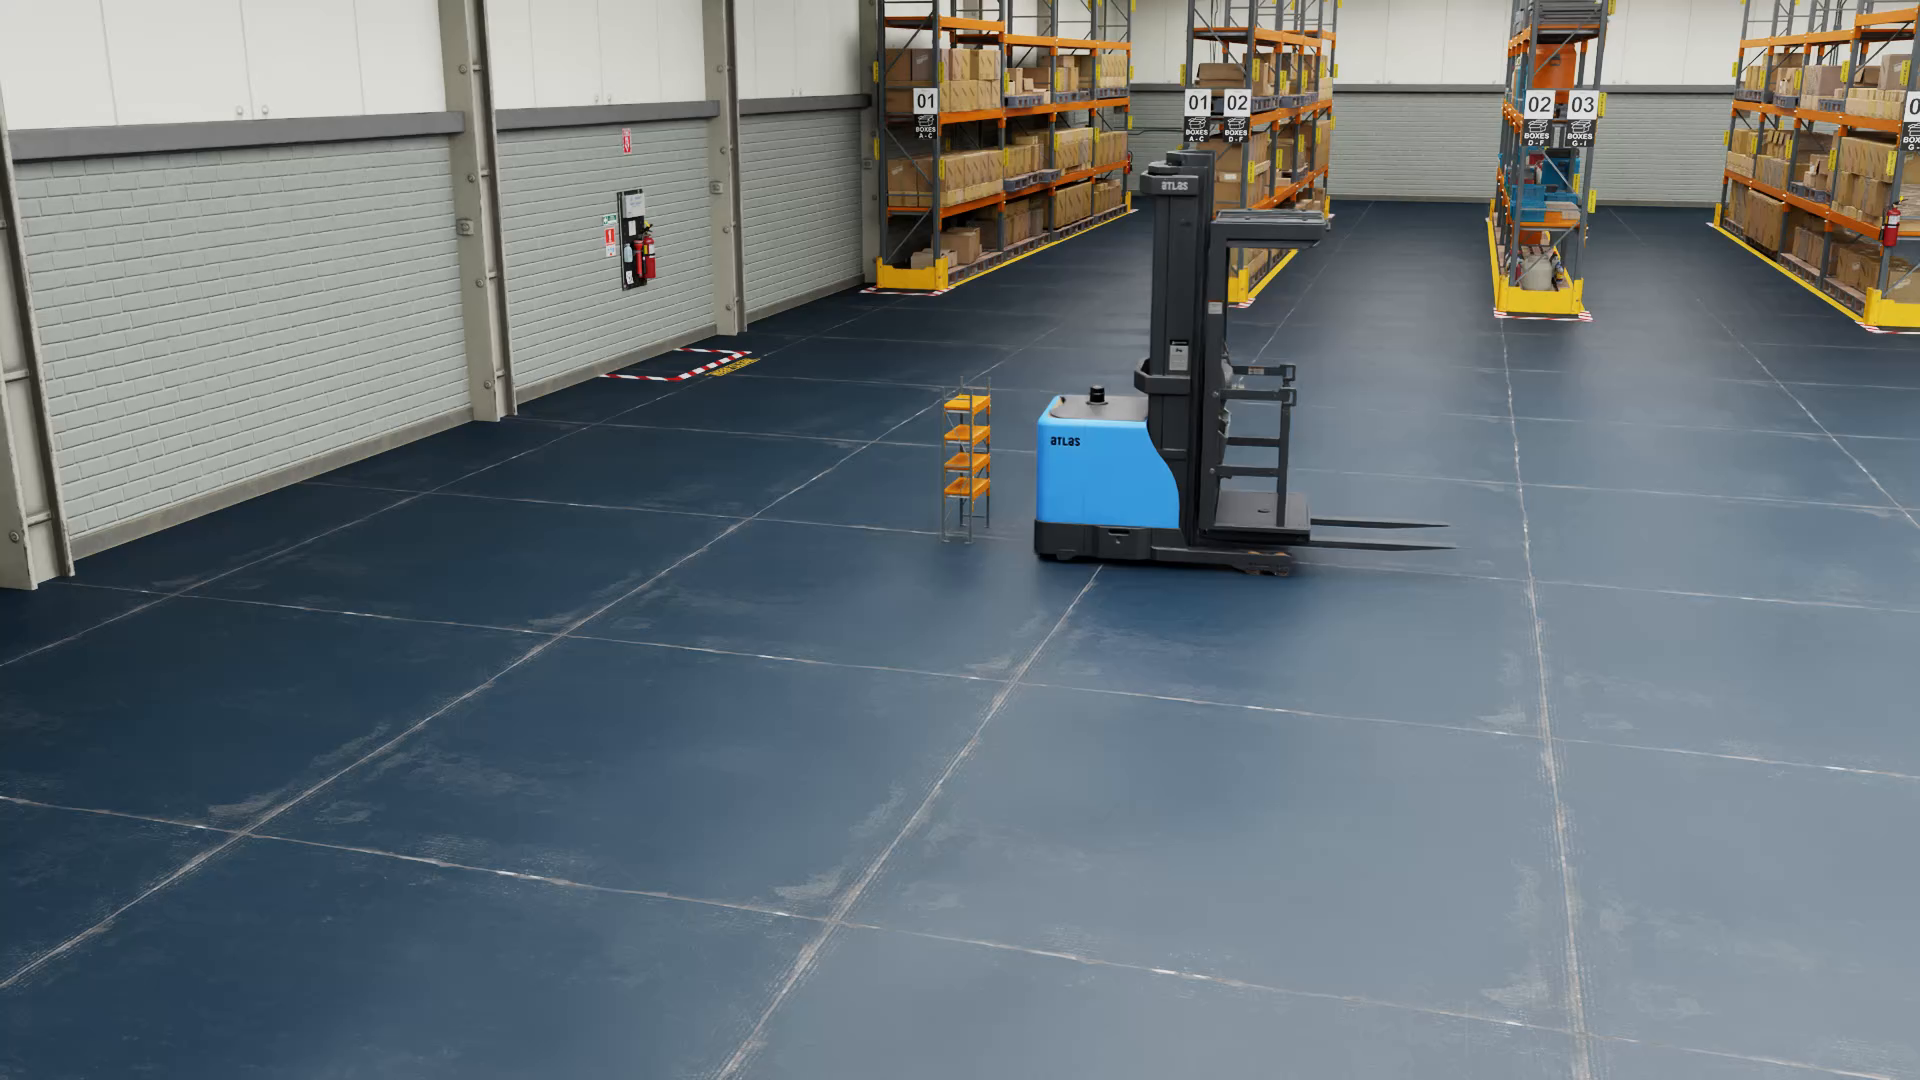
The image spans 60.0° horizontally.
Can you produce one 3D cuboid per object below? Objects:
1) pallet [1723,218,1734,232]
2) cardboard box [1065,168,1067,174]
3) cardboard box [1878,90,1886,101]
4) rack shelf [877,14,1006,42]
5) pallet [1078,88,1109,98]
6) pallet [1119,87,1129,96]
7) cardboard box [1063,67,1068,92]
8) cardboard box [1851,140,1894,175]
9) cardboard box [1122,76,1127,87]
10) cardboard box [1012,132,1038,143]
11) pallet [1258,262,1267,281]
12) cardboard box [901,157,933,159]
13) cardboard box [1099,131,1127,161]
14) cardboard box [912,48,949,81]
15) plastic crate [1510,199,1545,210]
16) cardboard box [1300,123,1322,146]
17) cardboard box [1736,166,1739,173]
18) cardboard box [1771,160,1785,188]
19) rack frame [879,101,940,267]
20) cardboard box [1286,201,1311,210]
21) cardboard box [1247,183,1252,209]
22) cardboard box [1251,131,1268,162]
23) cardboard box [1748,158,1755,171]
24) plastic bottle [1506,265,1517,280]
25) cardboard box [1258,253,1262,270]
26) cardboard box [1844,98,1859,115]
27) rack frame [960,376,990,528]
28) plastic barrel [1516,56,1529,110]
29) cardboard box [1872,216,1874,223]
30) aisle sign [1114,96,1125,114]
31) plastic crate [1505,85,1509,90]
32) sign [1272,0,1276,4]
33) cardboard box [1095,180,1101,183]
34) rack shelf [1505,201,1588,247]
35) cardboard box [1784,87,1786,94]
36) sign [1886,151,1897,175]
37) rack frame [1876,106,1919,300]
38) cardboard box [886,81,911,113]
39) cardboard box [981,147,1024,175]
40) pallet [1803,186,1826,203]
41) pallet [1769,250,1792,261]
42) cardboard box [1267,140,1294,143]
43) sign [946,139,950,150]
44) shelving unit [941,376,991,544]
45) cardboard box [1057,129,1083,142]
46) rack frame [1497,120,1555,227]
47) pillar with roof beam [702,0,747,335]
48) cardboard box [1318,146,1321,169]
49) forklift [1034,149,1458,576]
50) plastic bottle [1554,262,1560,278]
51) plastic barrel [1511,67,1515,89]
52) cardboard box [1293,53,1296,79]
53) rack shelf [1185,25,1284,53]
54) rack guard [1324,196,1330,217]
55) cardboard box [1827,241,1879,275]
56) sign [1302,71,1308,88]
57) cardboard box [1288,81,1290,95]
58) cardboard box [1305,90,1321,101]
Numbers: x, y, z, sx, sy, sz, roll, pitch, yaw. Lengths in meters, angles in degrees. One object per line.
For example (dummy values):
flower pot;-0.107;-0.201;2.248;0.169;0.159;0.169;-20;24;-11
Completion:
pallet;17.825;-7.092;37.448;1.003;0.211;1.213;5;16;16
cardboard box;2.111;-8.004;35.976;0.380;0.149;0.250;5;17;17
cardboard box;13.587;-6.463;24.164;0.380;0.149;0.250;4;16;13
rack shelf;-0.249;-8.677;28.255;1.077;0.370;4.000;5;16;16
pallet;2.836;-10.369;38.554;1.003;0.211;1.213;5;16;16
pallet;3.529;-11.007;40.804;1.003;0.211;1.213;5;16;16
cardboard box;1.938;-9.959;35.959;0.700;0.500;0.500;5;16;16
cardboard box;13.912;-5.822;25.298;0.500;0.500;0.500;5;16;16
cardboard box;3.776;-11.210;40.681;0.500;0.250;0.500;5;17;18
cardboard box;1.337;-8.409;34.839;0.500;0.250;0.500;5;17;17
pallet;4.804;-4.733;29.128;1.003;0.211;1.213;5;16;16
cardboard box;-0.734;-6.184;28.000;0.500;0.500;0.500;5;17;17
cardboard box;3.594;-9.812;41.375;0.980;0.700;0.700;5;17;18
cardboard box;-0.475;-7.679;26.857;0.500;0.500;0.500;3;16;12
plastic crate;8.727;-5.099;25.583;0.499;0.251;0.408;5;16;16
cardboard box;7.893;-9.137;37.532;0.500;0.500;0.500;4;16;14
cardboard box;17.124;-8.059;36.204;0.380;0.149;0.250;4;16;14
cardboard box;15.898;-7.019;31.894;0.500;0.500;0.500;4;16;14
rack frame;-0.817;-5.616;27.131;1.000;3.000;0.127;5;16;16
cardboard box;7.330;-7.101;36.142;0.500;0.500;0.500;5;16;16
cardboard box;4.370;-5.669;27.135;0.700;0.500;0.500;5;17;16
cardboard box;4.950;-6.835;28.867;0.700;0.500;0.500;5;17;16
cardboard box;16.714;-7.809;34.595;0.500;0.250;0.500;4;16;15
plastic bottle;8.881;-4.327;26.772;0.152;0.276;0.135;5;17;16
cardboard box;4.868;-4.758;28.376;0.500;0.250;0.500;5;16;16
cardboard box;14.194;-6.783;26.023;0.500;0.250;0.500;4;16;14
rack frame;0.116;-0.684;13.043;0.240;1.200;0.015;5;16;16
plastic barrel;9.755;-7.728;28.162;0.600;0.901;0.708;5;16;16
cardboard box;13.603;-4.694;24.342;0.380;0.149;0.250;5;16;16
aisle sign;4.038;-11.048;41.518;0.394;0.787;0.004;5;16;16
plastic crate;12.531;-10.068;37.445;0.504;0.338;0.767;5;16;16
sign;6.829;-11.792;36.057;0.100;0.325;0.005;5;16;16
cardboard box;3.256;-8.772;40.883;0.380;0.149;0.250;5;17;16
rack shelf;9.250;-5.024;26.365;1.077;0.370;4.000;5;16;16
cardboard box;16.273;-8.749;32.372;0.380;0.149;0.250;4;16;14
sign;12.904;-5.221;23.037;0.100;0.325;0.005;5;16;16
rack frame;13.430;-4.463;23.068;1.000;3.000;0.127;5;16;16
cardboard box;-0.941;-7.245;27.159;0.500;0.500;0.500;6;17;20
cardboard box;0.820;-7.373;32.336;0.700;0.500;0.500;7;17;24
pallet;15.180;-5.943;28.636;1.003;0.211;1.213;5;16;16
pallet;16.000;-5.415;31.534;1.003;0.211;1.213;5;16;16
cardboard box;6.860;-8.331;35.750;0.700;0.500;0.500;7;17;25
sign;-0.214;-7.261;30.810;0.100;0.325;0.005;5;16;16
shelving unit;0.047;-0.621;12.818;0.258;1.200;0.503;5;16;16
cardboard box;2.406;-8.908;36.600;0.500;0.250;0.500;5;17;17
rack frame;12.092;-7.987;35.491;1.000;3.000;0.127;5;16;16
pillar with roof beam;0.975;-6.848;20.483;9.100;9.000;0.400;5;16;16
cardboard box;7.892;-8.666;37.703;0.500;0.500;0.500;5;17;17
forklift;2.115;-1.309;12.072;3.031;2.935;1.130;3;16;10
plastic bottle;9.679;-4.365;26.917;0.097;0.271;0.097;0;16;0
plastic barrel;11.702;-9.579;34.588;0.433;0.535;0.433;0;16;0
cardboard box;6.482;-9.545;33.470;0.500;0.500;0.500;5;16;16
rack shelf;4.502;-8.103;26.958;1.077;0.370;4.000;5;16;16
rack guard;8.459;-8.196;40.809;1.175;0.500;0.348;5;16;16
cardboard box;14.762;-4.678;27.599;0.700;0.500;0.500;3;16;12
sign;6.737;-9.010;32.509;0.100;0.325;0.005;5;16;16
cardboard box;6.132;-8.775;32.279;0.500;0.250;0.500;3;16;12
cardboard box;7.719;-9.851;36.840;0.500;0.250;0.500;5;16;16
